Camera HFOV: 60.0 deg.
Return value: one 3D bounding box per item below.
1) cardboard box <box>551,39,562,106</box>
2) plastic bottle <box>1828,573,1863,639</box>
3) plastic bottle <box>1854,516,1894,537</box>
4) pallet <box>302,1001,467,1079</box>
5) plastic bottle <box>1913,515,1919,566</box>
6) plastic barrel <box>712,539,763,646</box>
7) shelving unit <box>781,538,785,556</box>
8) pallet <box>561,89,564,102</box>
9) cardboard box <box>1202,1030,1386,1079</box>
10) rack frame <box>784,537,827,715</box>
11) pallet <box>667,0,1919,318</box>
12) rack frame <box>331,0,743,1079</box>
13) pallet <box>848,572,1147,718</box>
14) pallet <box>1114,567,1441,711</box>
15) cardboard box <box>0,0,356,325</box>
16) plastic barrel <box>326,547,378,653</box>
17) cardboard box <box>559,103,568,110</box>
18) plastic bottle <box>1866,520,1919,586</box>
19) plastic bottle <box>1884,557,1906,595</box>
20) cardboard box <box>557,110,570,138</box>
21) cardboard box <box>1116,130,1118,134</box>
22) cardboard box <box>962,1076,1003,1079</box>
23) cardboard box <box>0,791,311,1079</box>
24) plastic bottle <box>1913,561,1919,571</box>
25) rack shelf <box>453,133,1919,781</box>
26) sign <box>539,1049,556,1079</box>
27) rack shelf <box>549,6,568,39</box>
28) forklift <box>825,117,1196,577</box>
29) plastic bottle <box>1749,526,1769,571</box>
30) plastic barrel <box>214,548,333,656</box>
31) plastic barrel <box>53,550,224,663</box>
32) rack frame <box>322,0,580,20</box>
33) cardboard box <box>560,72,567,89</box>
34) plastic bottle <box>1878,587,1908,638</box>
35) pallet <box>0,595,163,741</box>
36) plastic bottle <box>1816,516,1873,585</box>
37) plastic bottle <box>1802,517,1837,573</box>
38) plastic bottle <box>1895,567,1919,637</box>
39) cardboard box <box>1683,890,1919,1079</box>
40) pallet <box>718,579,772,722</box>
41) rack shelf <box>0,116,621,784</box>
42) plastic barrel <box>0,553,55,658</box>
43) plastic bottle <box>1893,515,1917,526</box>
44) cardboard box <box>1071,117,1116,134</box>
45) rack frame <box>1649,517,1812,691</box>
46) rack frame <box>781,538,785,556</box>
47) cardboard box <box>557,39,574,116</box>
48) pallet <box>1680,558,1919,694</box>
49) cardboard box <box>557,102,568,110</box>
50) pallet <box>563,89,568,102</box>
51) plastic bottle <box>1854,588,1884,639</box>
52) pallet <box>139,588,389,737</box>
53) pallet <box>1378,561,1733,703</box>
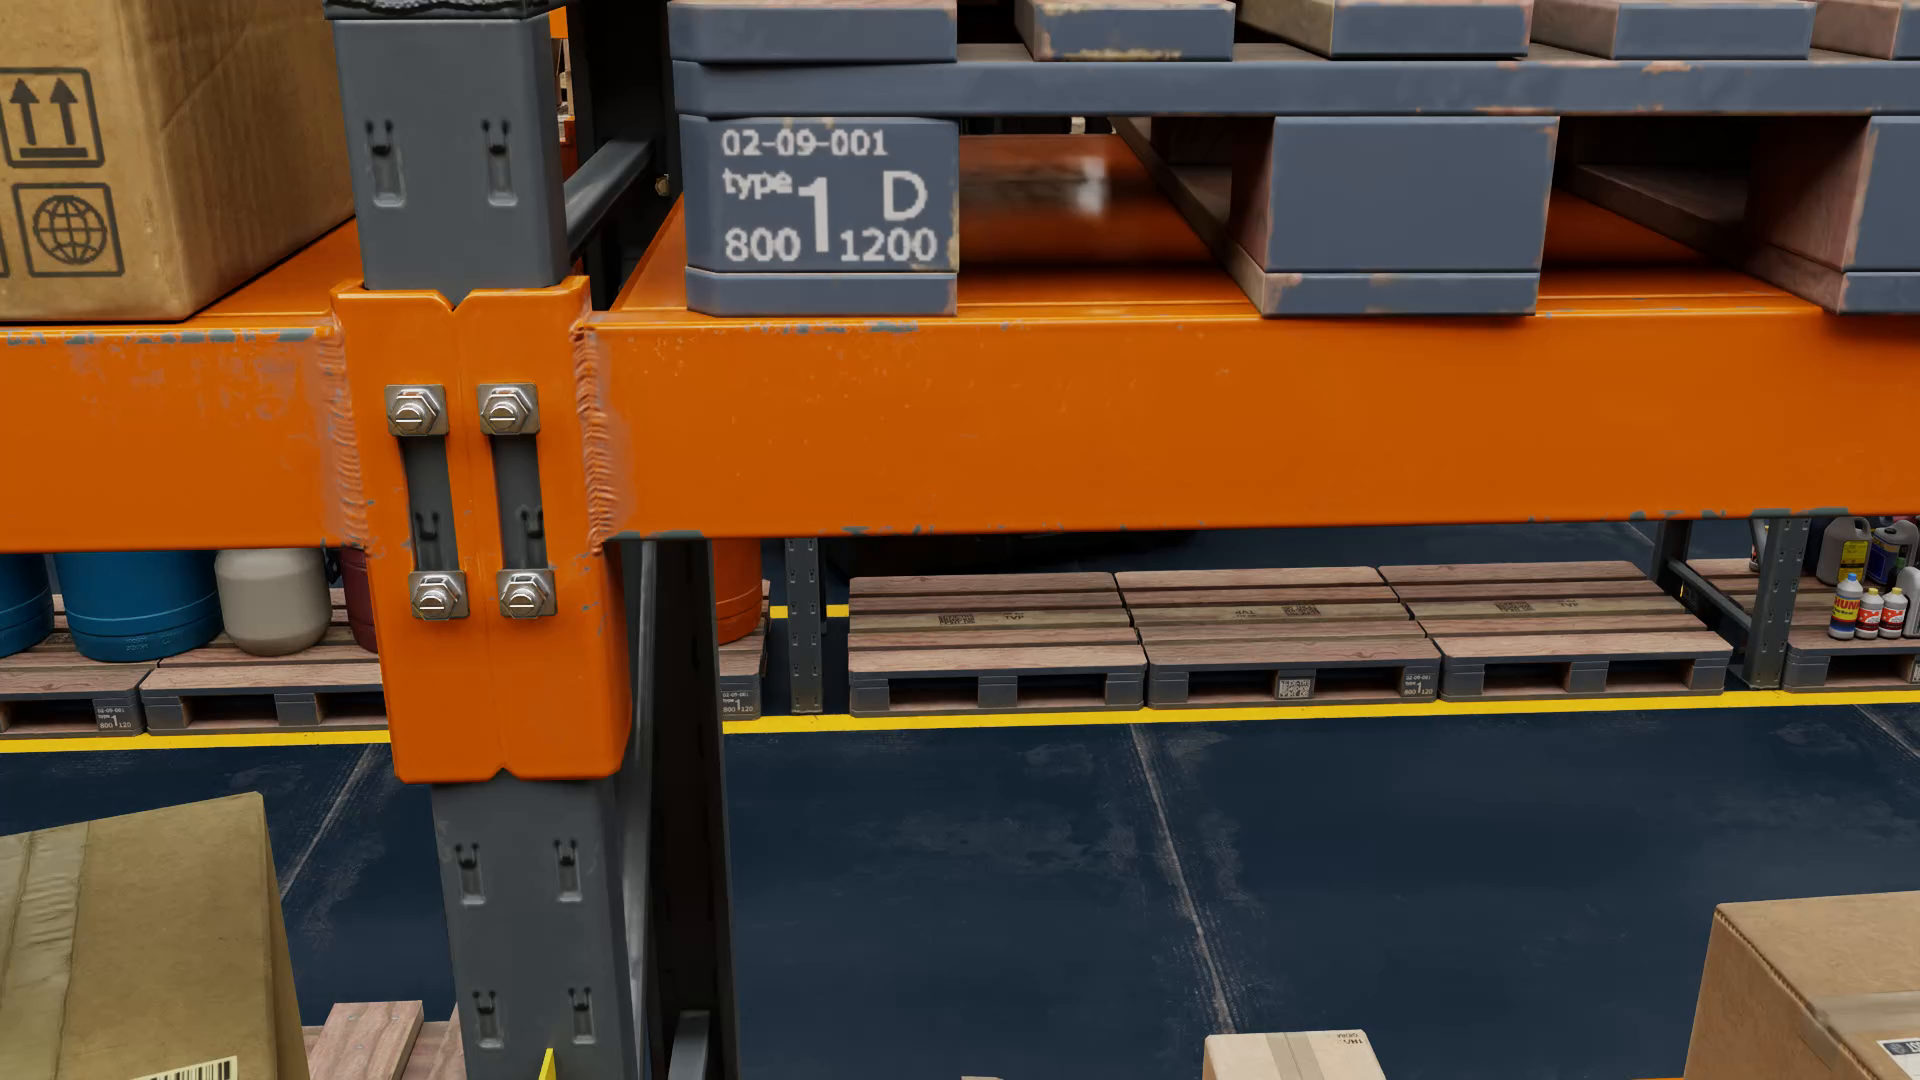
[{"bbox_3d":[-2.983,-3.106,11.013,0.637,0.503,0.797,0,21,-1],"label":"cardboard box"},{"bbox_3d":[3.687,0.269,6.915,0.097,0.271,0.097,0,21,0],"label":"plastic bottle"},{"bbox_3d":[4.162,-0.037,7.606,0.185,0.351,0.144,-2,21,-6],"label":"plastic bottle"},{"bbox_3d":[-1.043,1.020,1.997,1.003,0.211,1.213,-1,21,-3],"label":"pallet"},{"bbox_3d":[4.484,-0.043,7.623,0.185,0.351,0.144,-1,21,-3],"label":"plastic bottle"},{"bbox_3d":[-1.137,-0.034,6.956,0.708,0.830,0.600,-1,21,-3],"label":"plastic barrel"},{"bbox_3d":[-0.977,-0.388,8.376,0.210,0.900,0.258,3,21,9],"label":"shelving unit"},{"bbox_3d":[-4.337,-4.185,15.666,1.213,0.211,1.003,-1,21,-3],"label":"pallet"},{"bbox_3d":[0.512,0.892,2.415,0.250,0.149,0.380,-1,21,-3],"label":"cardboard box"},{"bbox_3d":[-0.650,-0.868,6.686,0.127,3.000,1.000,-1,21,-3],"label":"rack frame"},{"bbox_3d":[0.302,-0.468,1.684,1.003,0.211,1.213,0,21,-1],"label":"pallet"},{"bbox_3d":[-0.371,0.891,2.064,0.127,3.000,1.000,-1,21,-3],"label":"rack frame"},{"bbox_3d":[0.126,0.433,7.187,1.213,0.211,1.003,-1,21,-3],"label":"pallet"},{"bbox_3d":[1.341,0.409,7.250,1.213,0.211,1.003,-1,21,-3],"label":"pallet"},{"bbox_3d":[-0.804,-0.536,1.458,0.500,0.500,0.910,-1,21,-3],"label":"cardboard box"},{"bbox_3d":[-2.264,0.101,6.938,0.708,0.588,0.600,-1,21,-3],"label":"plastic barrel"},{"bbox_3d":[-2.459,-2.738,11.457,0.500,0.500,0.500,-2,21,-4],"label":"cardboard box"},{"bbox_3d":[4.196,0.050,7.482,0.135,0.276,0.152,-1,21,-3],"label":"plastic bottle"},{"bbox_3d":[4.002,0.209,7.055,0.133,0.283,0.061,-1,21,-3],"label":"plastic bottle"},{"bbox_3d":[-2.427,-2.557,10.980,0.500,0.500,0.500,-2,21,-5],"label":"cardboard box"},{"bbox_3d":[1.336,-2.886,11.249,0.637,0.503,0.797,1,21,2],"label":"cardboard box"},{"bbox_3d":[-0.005,0.941,2.059,0.500,0.311,0.500,0,21,0],"label":"cardboard box"},{"bbox_3d":[-0.993,0.701,1.833,0.500,0.500,0.700,-8,22,-21],"label":"cardboard box"},{"bbox_3d":[4.165,0.163,7.083,0.185,0.351,0.144,-1,21,-3],"label":"plastic bottle"},{"bbox_3d":[1.626,-0.215,1.765,4.000,0.370,1.077,-1,21,-3],"label":"rack shelf"},{"bbox_3d":[-0.330,0.580,1.367,0.005,0.325,0.100,-1,21,-3],"label":"sign"},{"bbox_3d":[-2.646,-1.893,6.174,4.000,0.370,1.077,-1,21,-3],"label":"rack shelf"},{"bbox_3d":[0.667,-1.495,8.429,3.031,2.935,1.130,-9,23,-22],"label":"forklift"},{"bbox_3d":[3.688,0.034,7.629,0.097,0.201,0.097,0,21,0],"label":"plastic bottle"},{"bbox_3d":[-2.823,0.180,6.838,0.421,0.512,0.421,0,21,0],"label":"plastic barrel"},{"bbox_3d":[-3.392,-0.022,6.822,0.708,0.901,0.600,-1,21,-3],"label":"plastic barrel"},{"bbox_3d":[-0.371,-1.912,0.997,0.127,3.000,1.000,-1,21,-3],"label":"rack frame"},{"bbox_3d":[-3.657,-4.255,15.345,0.250,0.149,0.380,-2,21,-5],"label":"cardboard box"},{"bbox_3d":[3.890,0.298,6.938,0.097,0.201,0.097,0,21,0],"label":"plastic bottle"},{"bbox_3d":[-3.870,0.515,6.971,1.213,0.211,1.003,-1,21,-3],"label":"pallet"},{"bbox_3d":[3.979,0.018,7.461,0.185,0.351,0.144,-1,21,-3],"label":"plastic bottle"},{"bbox_3d":[3.970,-0.033,7.596,0.185,0.351,0.144,-2,21,-4],"label":"plastic bottle"},{"bbox_3d":[4.008,0.251,6.957,0.135,0.276,0.152,0,21,-1],"label":"plastic bottle"},{"bbox_3d":[1.304,0.805,2.151,0.500,0.500,0.500,-2,21,-6],"label":"cardboard box"},{"bbox_3d":[-1.434,0.466,7.101,1.213,0.211,1.003,-1,21,-3],"label":"pallet"},{"bbox_3d":[-2.367,-0.134,1.552,4.000,0.370,1.077,-1,21,-3],"label":"rack shelf"},{"bbox_3d":[-4.099,-0.008,6.784,0.708,0.901,0.600,-1,21,-3],"label":"plastic barrel"},{"bbox_3d":[4.322,-0.023,7.666,0.133,0.283,0.061,0,21,1],"label":"plastic bottle"},{"bbox_3d":[0.754,-2.706,11.134,0.500,0.250,0.500,-2,21,-5],"label":"cardboard box"},{"bbox_3d":[3.344,-0.950,6.899,0.127,3.000,1.000,-1,21,-3],"label":"rack frame"},{"bbox_3d":[-0.877,-0.382,8.360,0.006,0.900,0.240,3,21,9],"label":"rack frame"},{"bbox_3d":[-2.314,-3.122,11.055,0.637,0.503,0.797,-1,21,-2],"label":"cardboard box"},{"bbox_3d":[4.017,0.355,7.393,1.213,0.211,1.003,-1,21,-3],"label":"pallet"},{"bbox_3d":[-2.958,-2.729,11.432,0.500,0.500,0.500,-1,21,-3],"label":"cardboard box"},{"bbox_3d":[-3.089,-4.247,15.831,1.213,0.211,1.003,-1,21,-3],"label":"pallet"},{"bbox_3d":[3.789,0.300,6.933,0.097,0.201,0.097,0,21,0],"label":"plastic bottle"},{"bbox_3d":[-2.649,0.489,7.039,1.213,0.211,1.003,-1,21,-3],"label":"pallet"},{"bbox_3d":[2.562,0.383,7.318,1.213,0.211,1.003,-1,21,-3],"label":"pallet"}]
